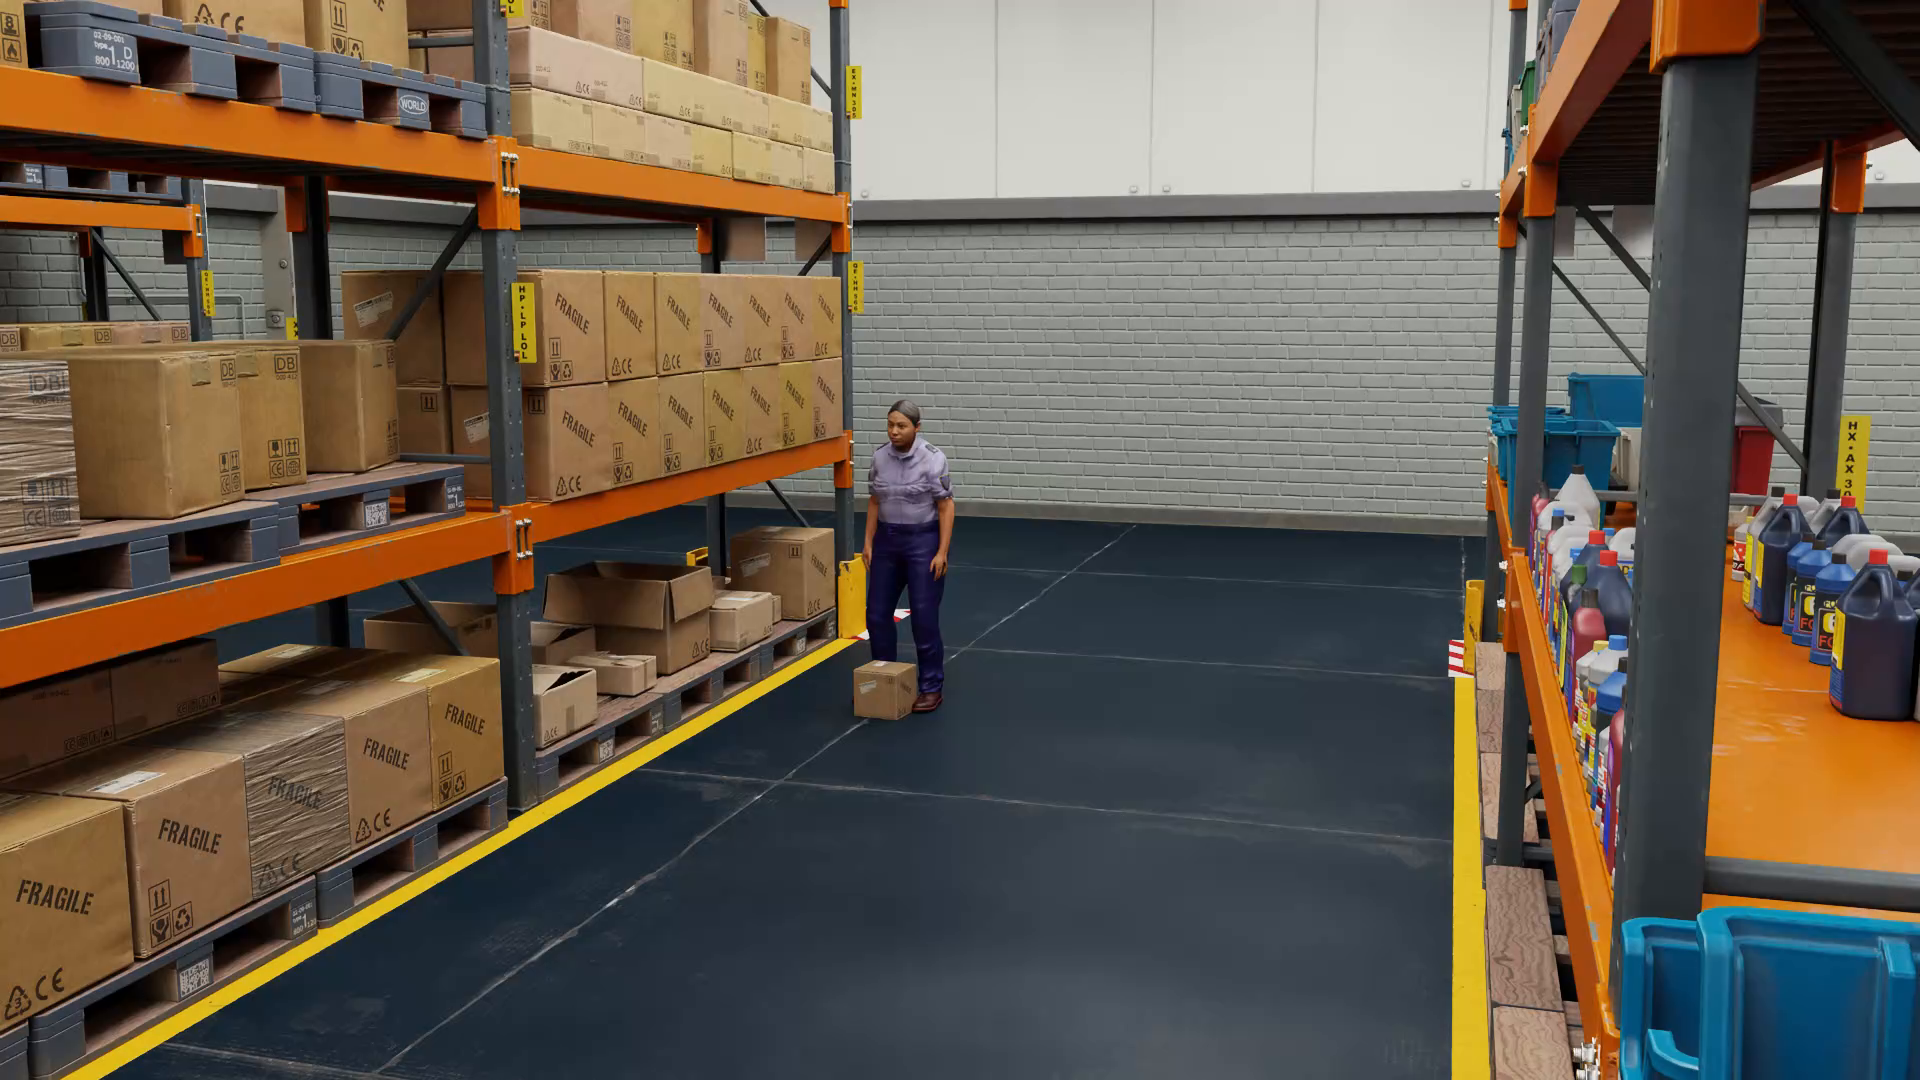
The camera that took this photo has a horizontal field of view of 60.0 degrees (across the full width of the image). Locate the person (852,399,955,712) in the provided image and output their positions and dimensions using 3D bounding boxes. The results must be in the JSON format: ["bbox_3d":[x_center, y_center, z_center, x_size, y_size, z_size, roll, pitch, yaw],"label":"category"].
[{"bbox_3d":[-0.287,0.069,8.903,0.538,1.651,0.370,4,10,27],"label":"person"}]
